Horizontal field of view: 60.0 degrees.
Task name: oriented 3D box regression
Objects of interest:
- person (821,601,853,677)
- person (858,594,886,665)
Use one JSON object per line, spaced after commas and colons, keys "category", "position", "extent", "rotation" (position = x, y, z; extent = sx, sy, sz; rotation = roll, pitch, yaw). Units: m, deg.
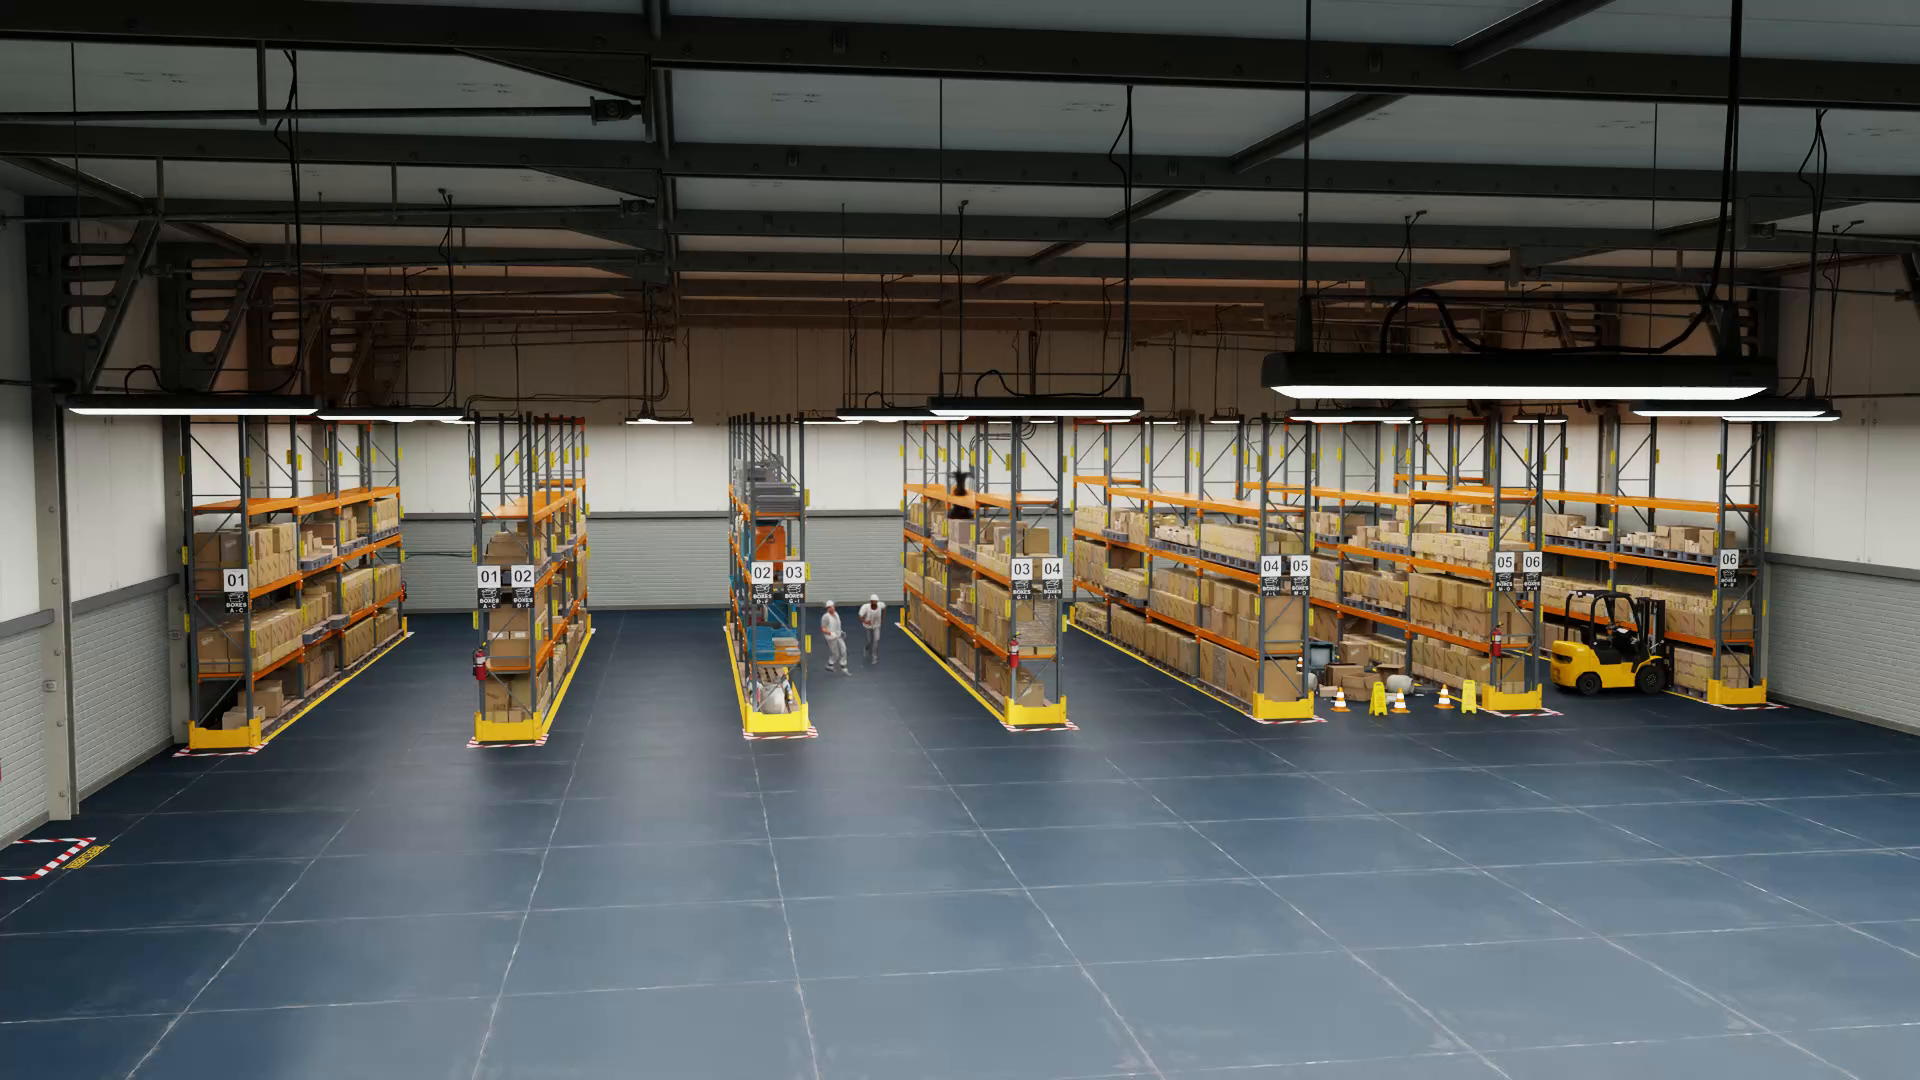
{"category": "person", "position": [-2.884, 2.256, 37.964], "extent": [0.772, 1.754, 0.665], "rotation": [3, 5, 36]}
{"category": "person", "position": [-2.166, 2.146, 40.475], "extent": [0.738, 1.717, 1.026], "rotation": [-1, 4, -20]}
